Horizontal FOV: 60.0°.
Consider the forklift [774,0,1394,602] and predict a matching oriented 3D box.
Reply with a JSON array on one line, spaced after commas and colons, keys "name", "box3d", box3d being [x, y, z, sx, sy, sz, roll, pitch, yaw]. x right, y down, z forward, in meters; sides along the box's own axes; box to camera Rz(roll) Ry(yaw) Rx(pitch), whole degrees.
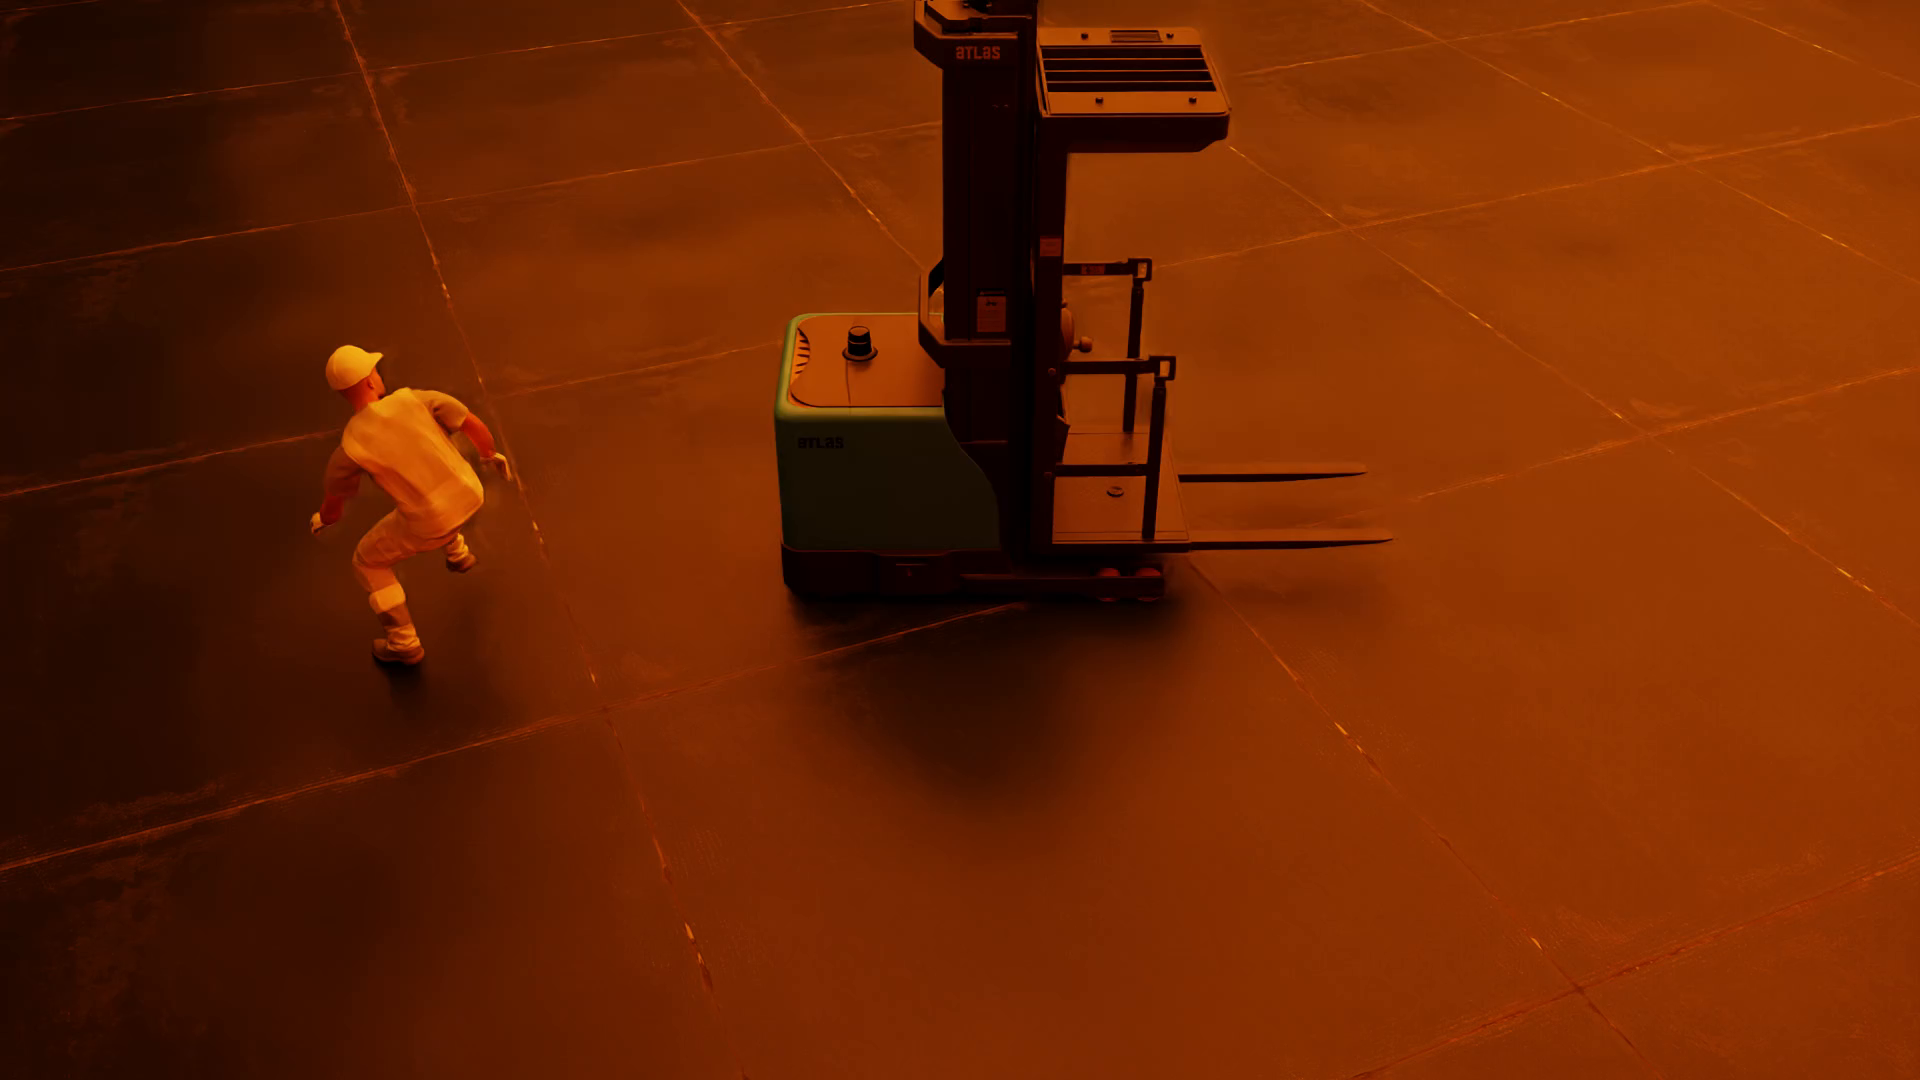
[{"name": "forklift", "box3d": [0.635, -1.199, 7.785, 3.031, 2.935, 1.130, 0, 35, -1]}]

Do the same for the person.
[{"name": "person", "box3d": [-2.525, -0.239, 7.629, 0.690, 1.522, 0.809, 24, 42, 30]}]
